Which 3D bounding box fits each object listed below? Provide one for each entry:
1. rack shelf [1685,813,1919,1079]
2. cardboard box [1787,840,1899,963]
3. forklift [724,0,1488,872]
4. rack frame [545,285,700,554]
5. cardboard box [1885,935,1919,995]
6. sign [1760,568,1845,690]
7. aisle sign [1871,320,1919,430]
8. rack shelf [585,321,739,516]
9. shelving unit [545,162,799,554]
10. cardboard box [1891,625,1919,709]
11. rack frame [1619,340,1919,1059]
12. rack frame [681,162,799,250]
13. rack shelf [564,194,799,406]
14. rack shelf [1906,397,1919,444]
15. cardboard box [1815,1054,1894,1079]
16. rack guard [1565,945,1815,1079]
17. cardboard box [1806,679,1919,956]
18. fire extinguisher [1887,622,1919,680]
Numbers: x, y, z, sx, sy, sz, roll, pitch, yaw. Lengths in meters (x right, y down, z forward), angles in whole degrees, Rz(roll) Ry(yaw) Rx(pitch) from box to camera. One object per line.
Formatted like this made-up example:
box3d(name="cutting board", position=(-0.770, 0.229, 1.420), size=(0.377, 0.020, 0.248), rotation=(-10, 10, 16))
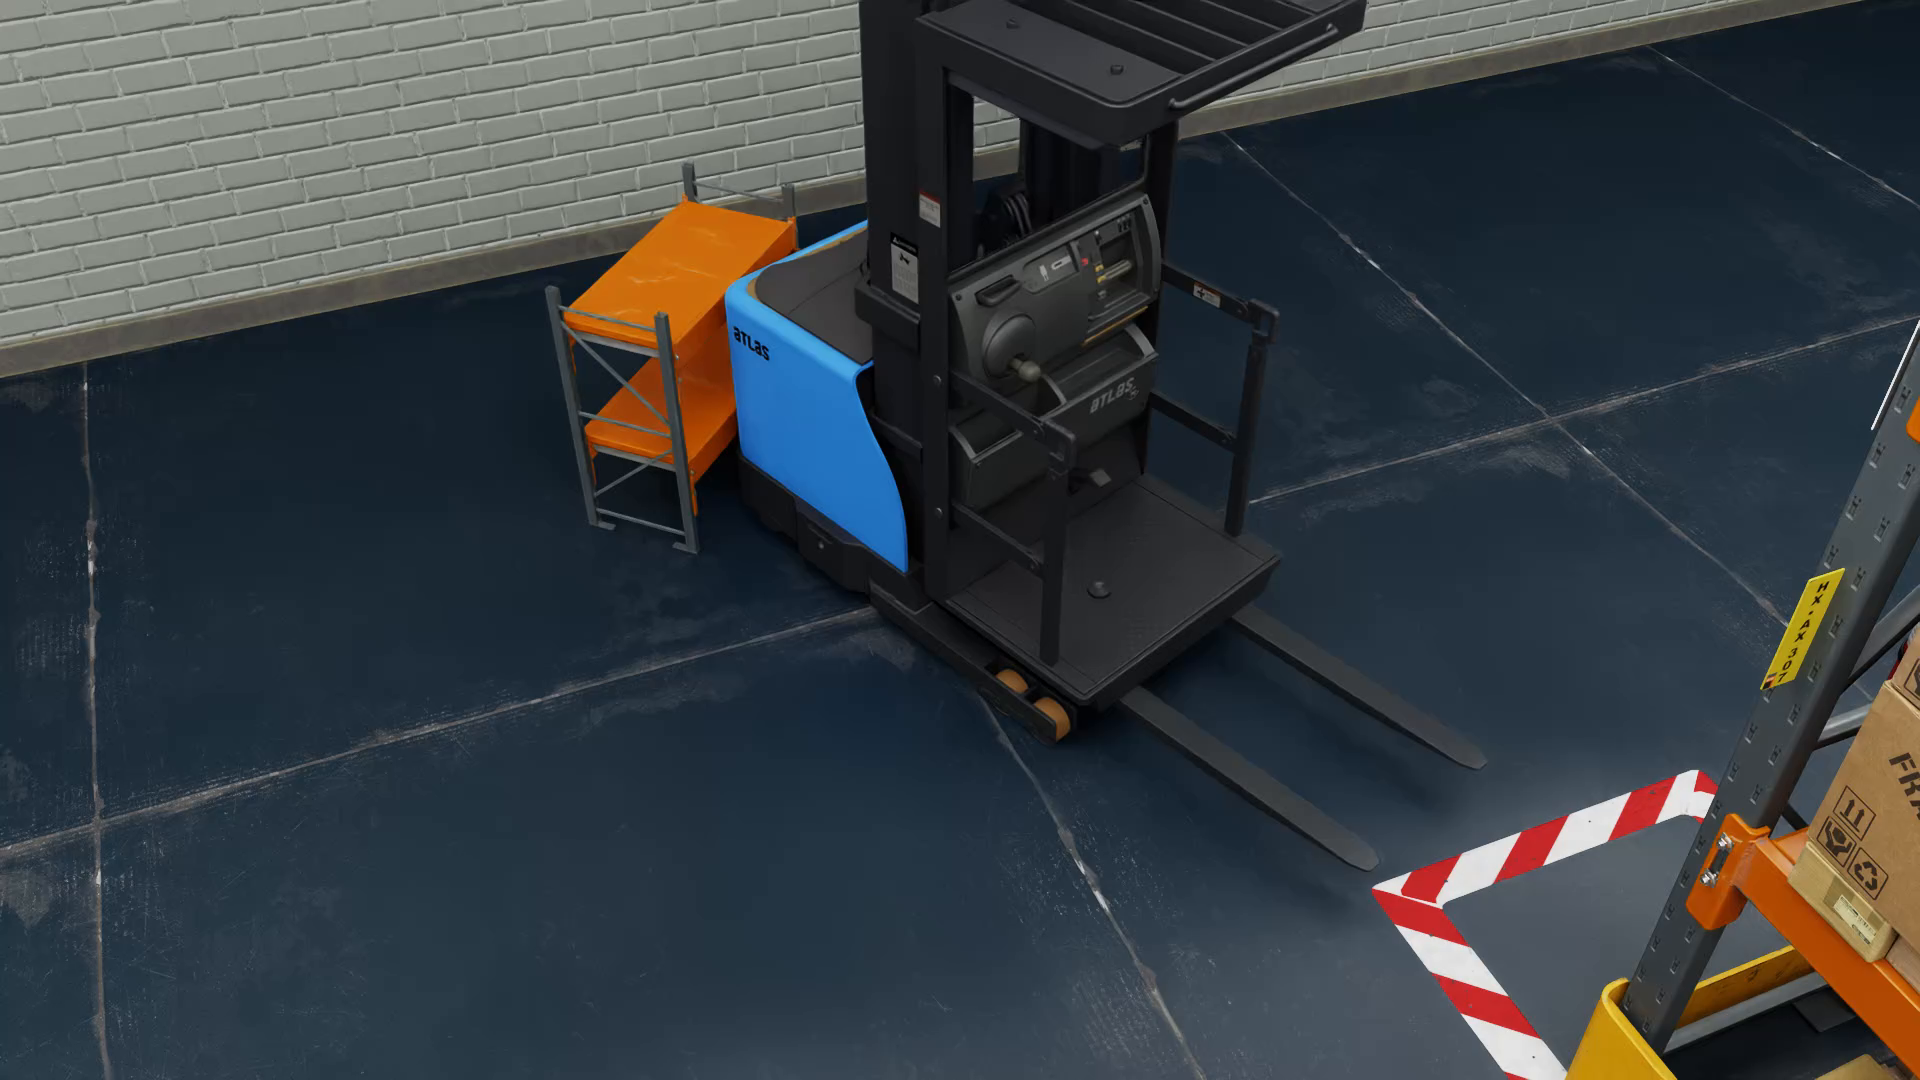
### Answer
box3d(name="rack shelf", position=(3.070, 1.864, 2.833), size=(1.077, 0.370, 4.000), rotation=(-15, 43, -17))
box3d(name="cardboard box", position=(2.126, 0.759, 3.760), size=(0.380, 0.149, 0.250), rotation=(-15, 43, -17))
box3d(name="forklift", position=(0.479, -0.769, 5.396), size=(1.130, 2.935, 3.031), rotation=(-32, 50, -32))
box3d(name="rack frame", position=(-1.286, -0.440, 6.399), size=(0.500, 1.125, 0.032), rotation=(15, 43, 17))
box3d(name="cardboard box", position=(2.262, 0.902, 3.593), size=(0.380, 0.149, 0.250), rotation=(-14, 43, -15))
box3d(name="sign", position=(1.804, 0.194, 3.560), size=(0.100, 0.325, 0.005), rotation=(-15, 43, -17))
box3d(name="aisle sign", position=(2.000, -0.568, 3.116), size=(0.394, 0.787, 0.004), rotation=(-15, 43, -17))
box3d(name="rack shelf", position=(-1.095, -0.562, 6.916), size=(0.538, 0.278, 1.000), rotation=(15, 43, 17))
box3d(name="shelving unit", position=(-1.095, -0.747, 6.756), size=(0.538, 1.125, 1.048), rotation=(15, 43, 17))
box3d(name="cardboard box", position=(2.232, 0.194, 3.153), size=(0.500, 0.500, 0.500), rotation=(-15, 43, -17))
box3d(name="rack frame", position=(2.305, 0.387, 4.000), size=(1.000, 3.000, 0.127), rotation=(-15, 43, -17))
box3d(name="rack frame", position=(-0.904, -1.055, 7.113), size=(0.500, 1.125, 0.032), rotation=(15, 43, 17))
box3d(name="rack shelf", position=(-1.095, -0.969, 6.565), size=(0.538, 0.278, 1.000), rotation=(15, 43, 17))
box3d(name="rack shelf", position=(3.070, 0.727, 1.855), size=(1.077, 0.370, 4.000), rotation=(-15, 43, -17))
box3d(name="cardboard box", position=(2.192, 1.483, 4.133), size=(0.380, 0.149, 0.250), rotation=(-17, 44, -19))
box3d(name="rack guard", position=(2.334, 1.380, 4.761), size=(1.175, 0.500, 0.348), rotation=(-15, 43, -17))
box3d(name="cardboard box", position=(2.222, 0.575, 3.475), size=(0.500, 0.500, 0.500), rotation=(-13, 42, -15))
box3d(name="fire extinguisher", position=(2.635, 0.291, 4.457), size=(0.296, 0.674, 0.183), rotation=(-15, 43, -17))
